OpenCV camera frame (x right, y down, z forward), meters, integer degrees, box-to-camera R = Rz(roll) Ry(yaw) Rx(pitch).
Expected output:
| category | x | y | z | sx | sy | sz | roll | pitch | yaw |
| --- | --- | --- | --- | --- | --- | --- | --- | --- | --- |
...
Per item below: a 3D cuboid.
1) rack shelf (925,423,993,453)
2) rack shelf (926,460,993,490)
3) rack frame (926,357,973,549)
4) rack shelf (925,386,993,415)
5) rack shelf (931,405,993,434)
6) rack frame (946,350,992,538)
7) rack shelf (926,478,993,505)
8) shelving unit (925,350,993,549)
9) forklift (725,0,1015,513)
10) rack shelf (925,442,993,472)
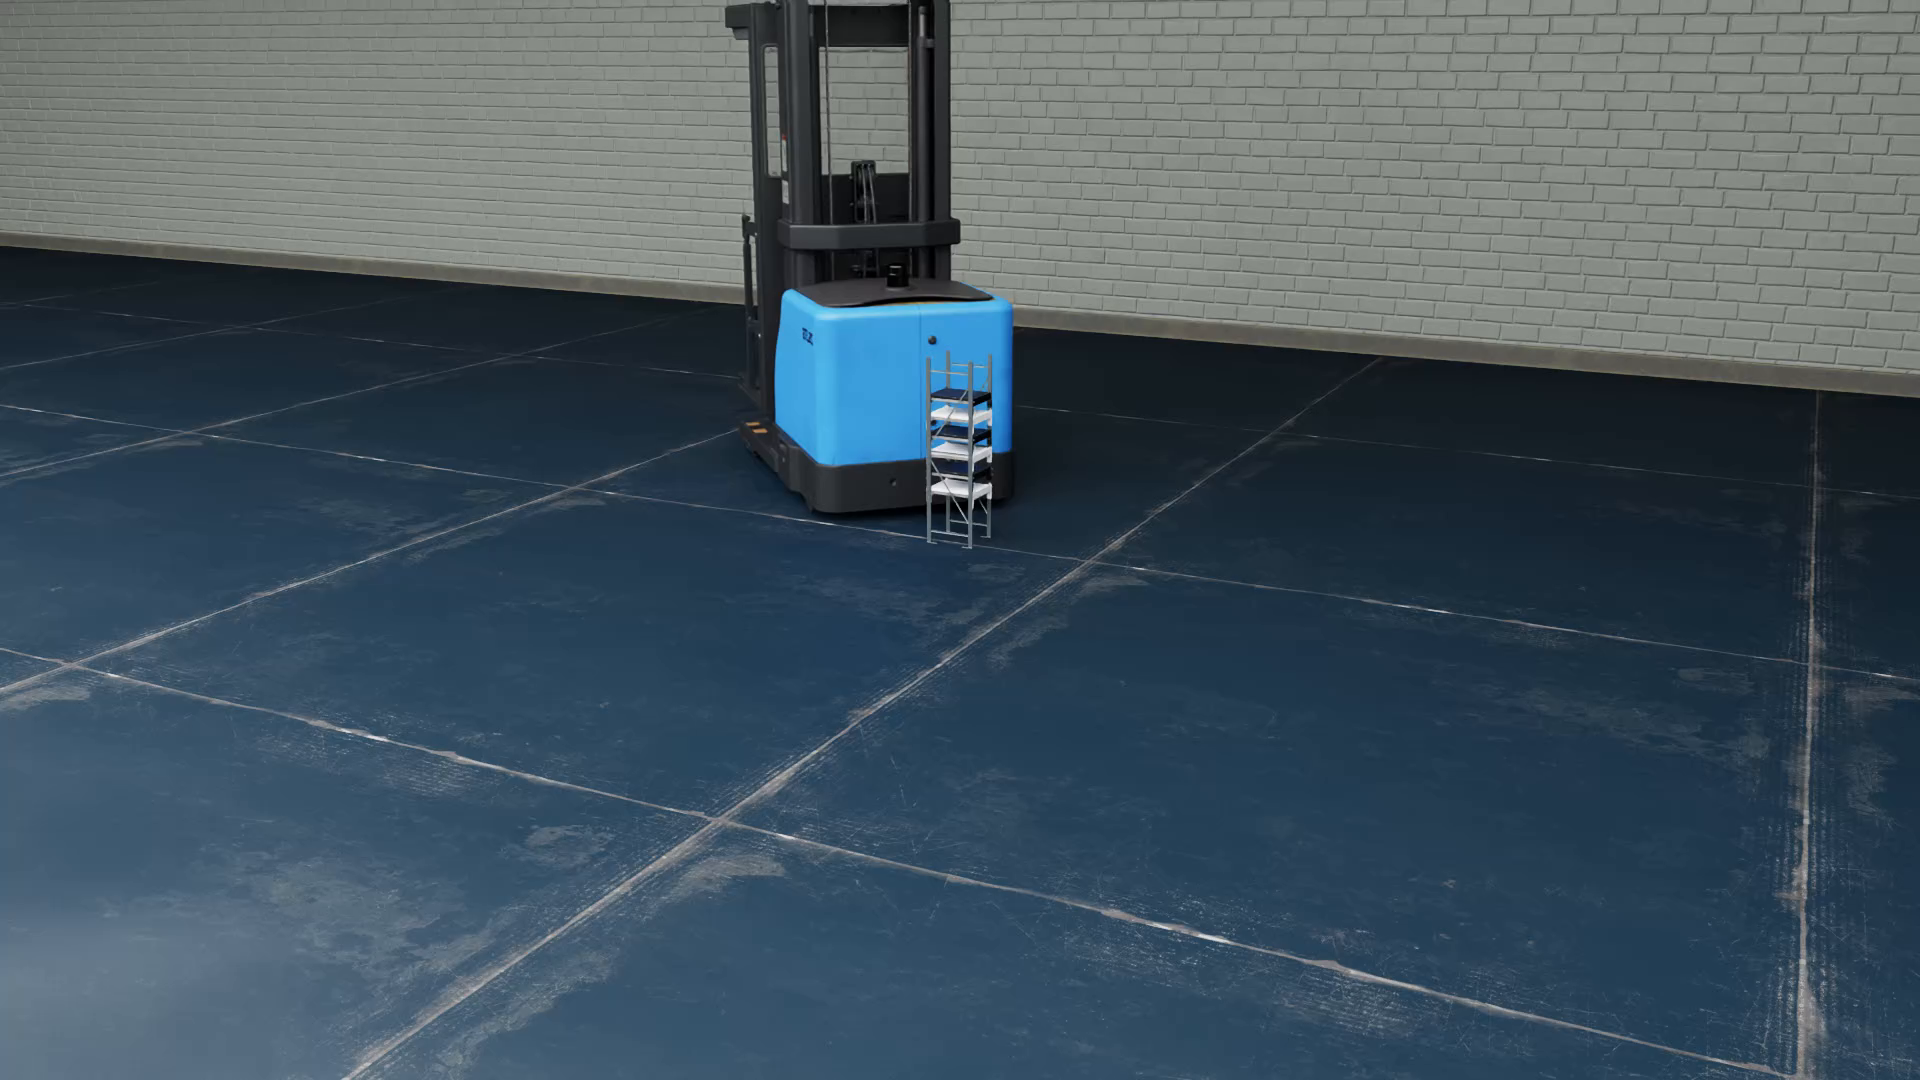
| category | x | y | z | sx | sy | sz | roll | pitch | yaw |
| --- | --- | --- | --- | --- | --- | --- | --- | --- | --- |
| rack shelf | -0.004 | -0.484 | 7.873 | 0.258 | 0.077 | 0.200 | 8 | 18 | 25 |
| rack shelf | -0.004 | -0.311 | 7.924 | 0.258 | 0.077 | 0.200 | 8 | 18 | 25 |
| rack frame | -0.049 | -0.403 | 7.802 | 0.240 | 0.900 | 0.006 | 8 | 18 | 25 |
| rack shelf | -0.004 | -0.656 | 7.822 | 0.258 | 0.077 | 0.200 | 8 | 18 | 25 |
| rack shelf | -0.004 | -0.570 | 7.848 | 0.258 | 0.077 | 0.200 | 8 | 18 | 25 |
| rack frame | 0.042 | -0.455 | 7.976 | 0.240 | 0.900 | 0.006 | 8 | 18 | 25 |
| rack shelf | -0.004 | -0.225 | 7.950 | 0.258 | 0.077 | 0.200 | 8 | 18 | 25 |
| shelving unit | -0.004 | -0.429 | 7.889 | 0.258 | 0.900 | 0.210 | 8 | 18 | 25 |
| forklift | -0.663 | -1.916 | 9.328 | 1.130 | 2.935 | 3.031 | -5 | 17 | -17 |
| rack shelf | -0.004 | -0.397 | 7.899 | 0.258 | 0.077 | 0.200 | 8 | 18 | 25 |
